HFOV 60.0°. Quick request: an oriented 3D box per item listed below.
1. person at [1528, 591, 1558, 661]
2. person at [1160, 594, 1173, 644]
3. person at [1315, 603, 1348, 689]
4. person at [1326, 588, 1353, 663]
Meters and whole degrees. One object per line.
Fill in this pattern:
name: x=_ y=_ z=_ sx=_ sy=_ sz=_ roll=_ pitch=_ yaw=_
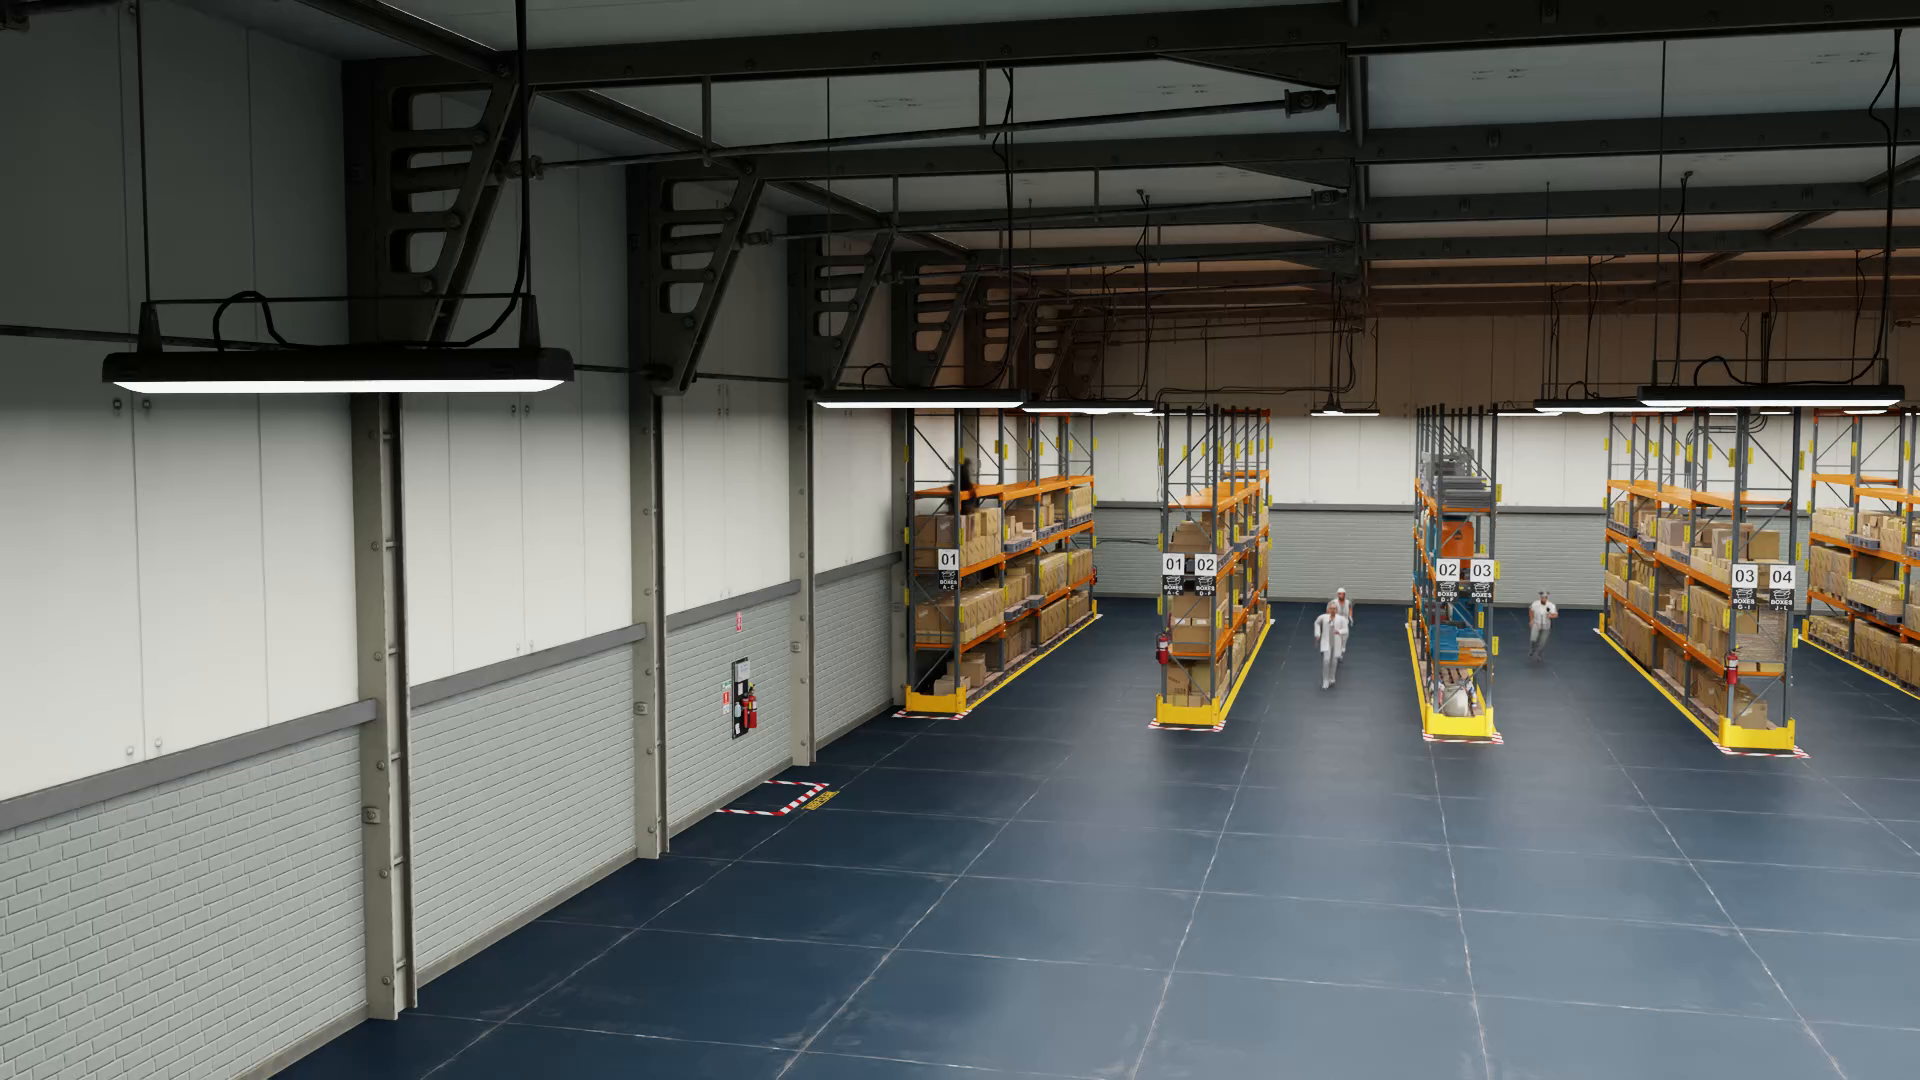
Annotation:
person: x=13.740 y=2.036 z=39.170 sx=0.649 sy=1.691 sz=0.921 roll=1 pitch=4 yaw=16
person: x=5.314 y=1.835 z=42.057 sx=0.555 sy=1.623 sz=0.527 roll=0 pitch=4 yaw=6
person: x=7.924 y=2.261 z=35.450 sx=0.667 sy=1.839 sz=0.897 roll=0 pitch=4 yaw=7
person: x=8.953 y=1.999 z=39.254 sx=0.650 sy=1.746 sz=0.807 roll=0 pitch=4 yaw=-5
